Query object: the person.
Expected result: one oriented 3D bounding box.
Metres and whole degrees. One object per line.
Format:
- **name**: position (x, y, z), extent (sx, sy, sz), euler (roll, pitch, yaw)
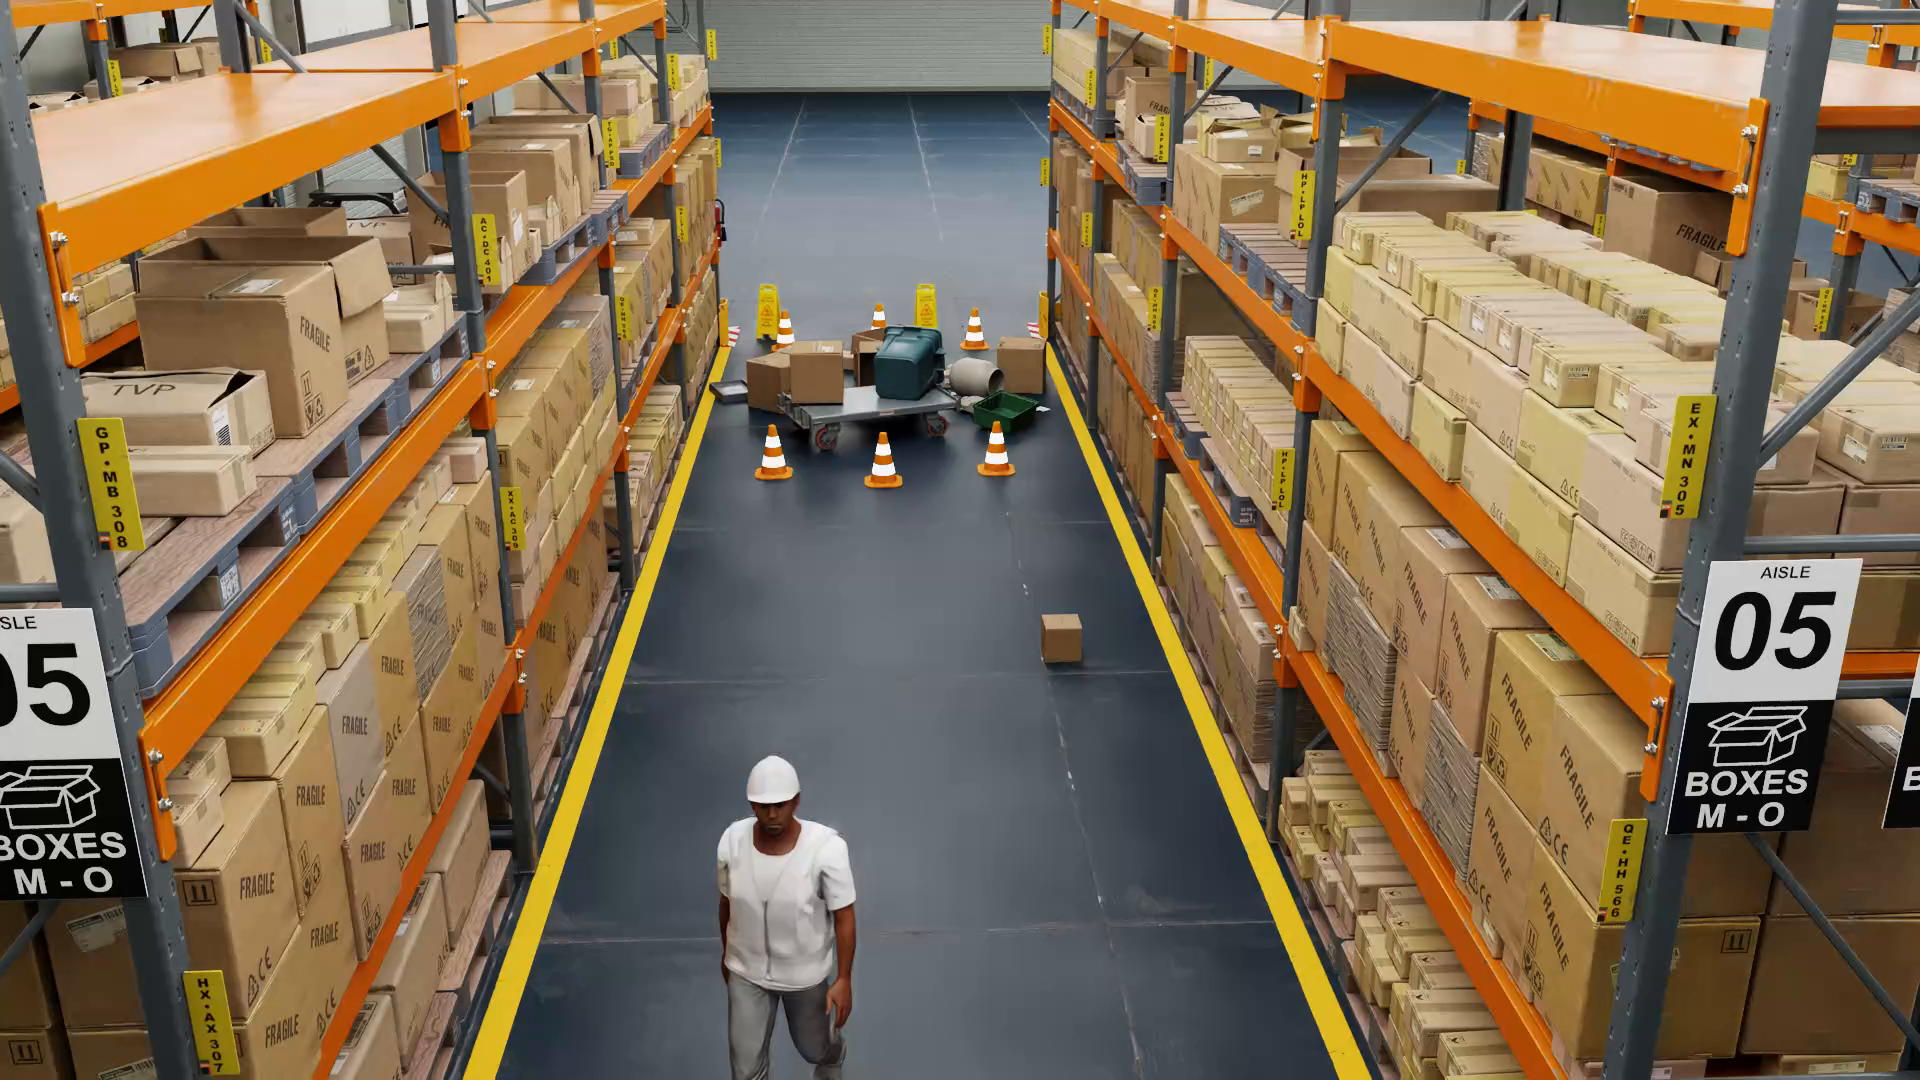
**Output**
- **person**: position (-0.702, 1.676, 6.496), extent (0.584, 1.739, 0.898), euler (4, 21, 10)
